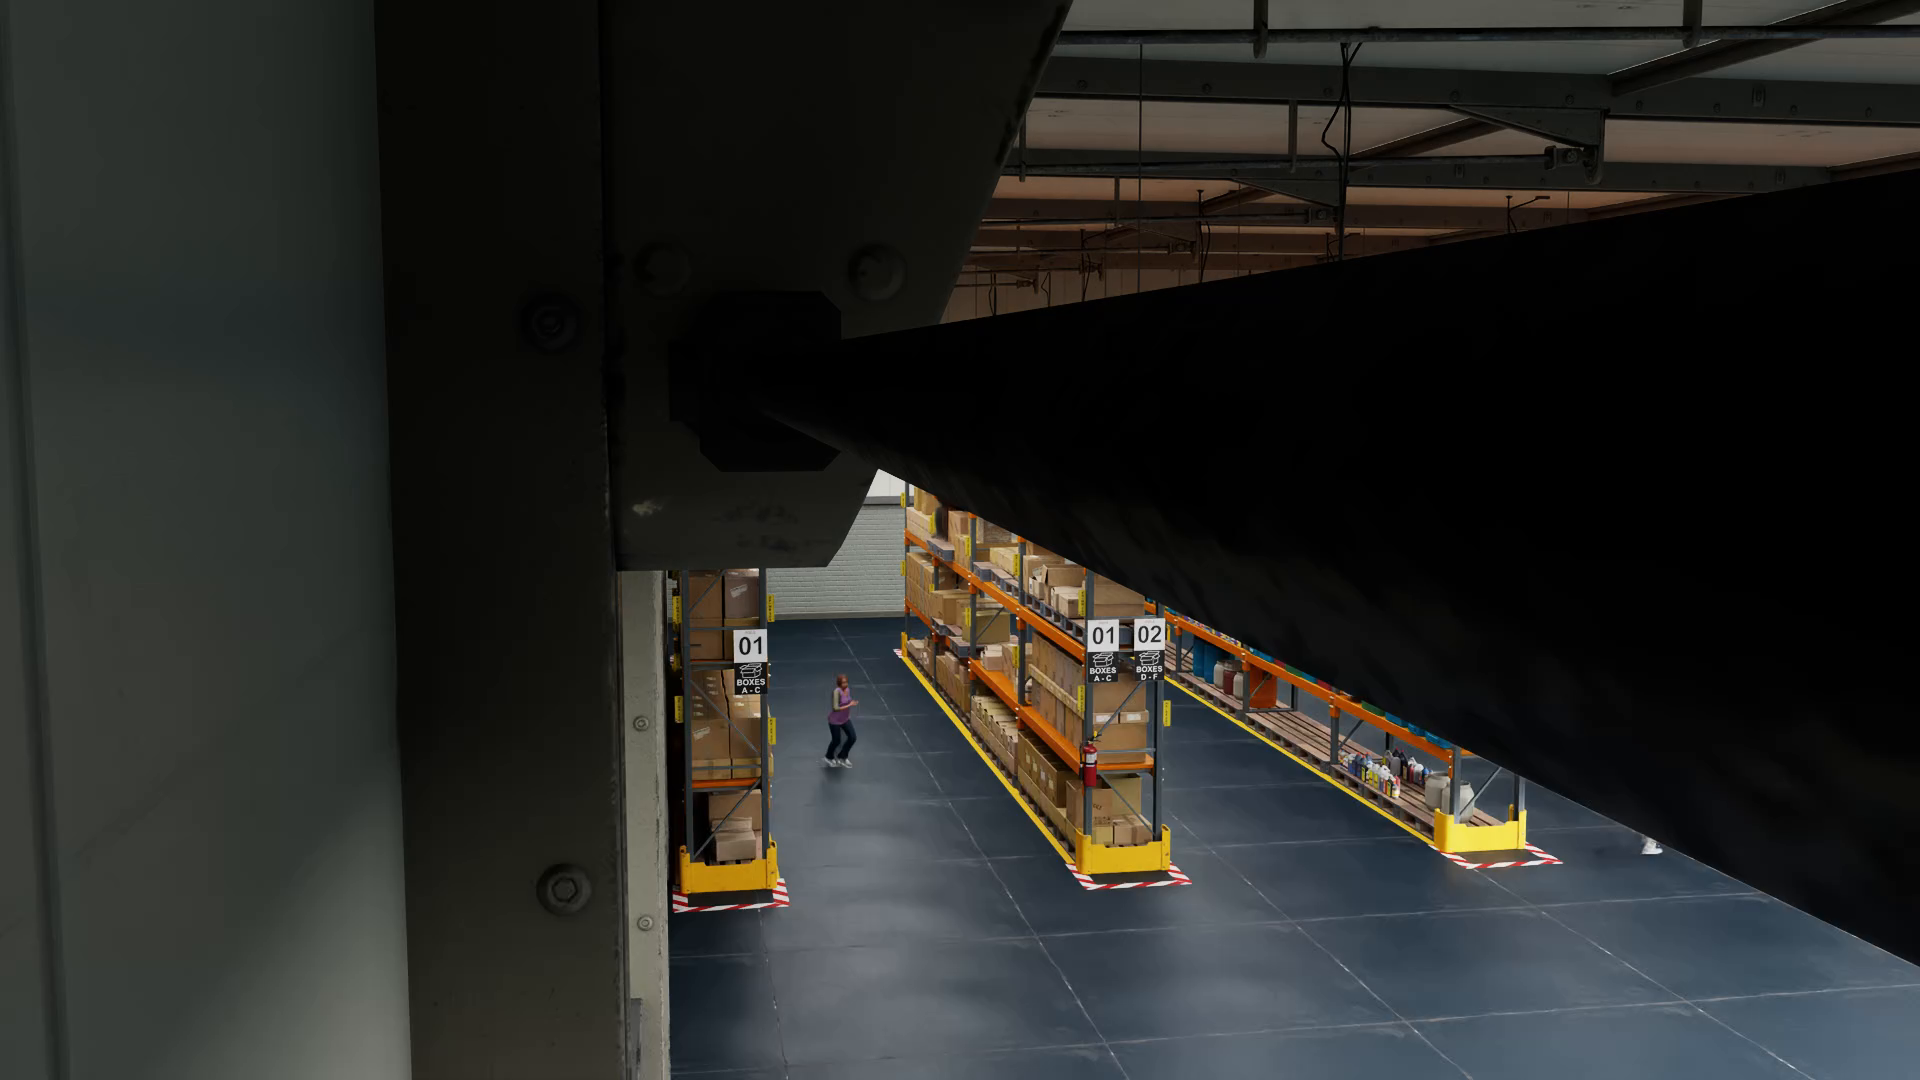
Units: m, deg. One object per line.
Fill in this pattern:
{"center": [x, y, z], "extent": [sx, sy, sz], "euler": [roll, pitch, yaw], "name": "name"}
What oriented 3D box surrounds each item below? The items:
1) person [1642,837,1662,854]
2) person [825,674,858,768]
{"center": [9.278, 3.295, 21.675], "extent": [0.812, 1.575, 0.594], "euler": [-1, 6, -12], "name": "person"}
{"center": [-1.903, 2.857, 26.120], "extent": [0.492, 1.559, 0.808], "euler": [-6, 8, -44], "name": "person"}
